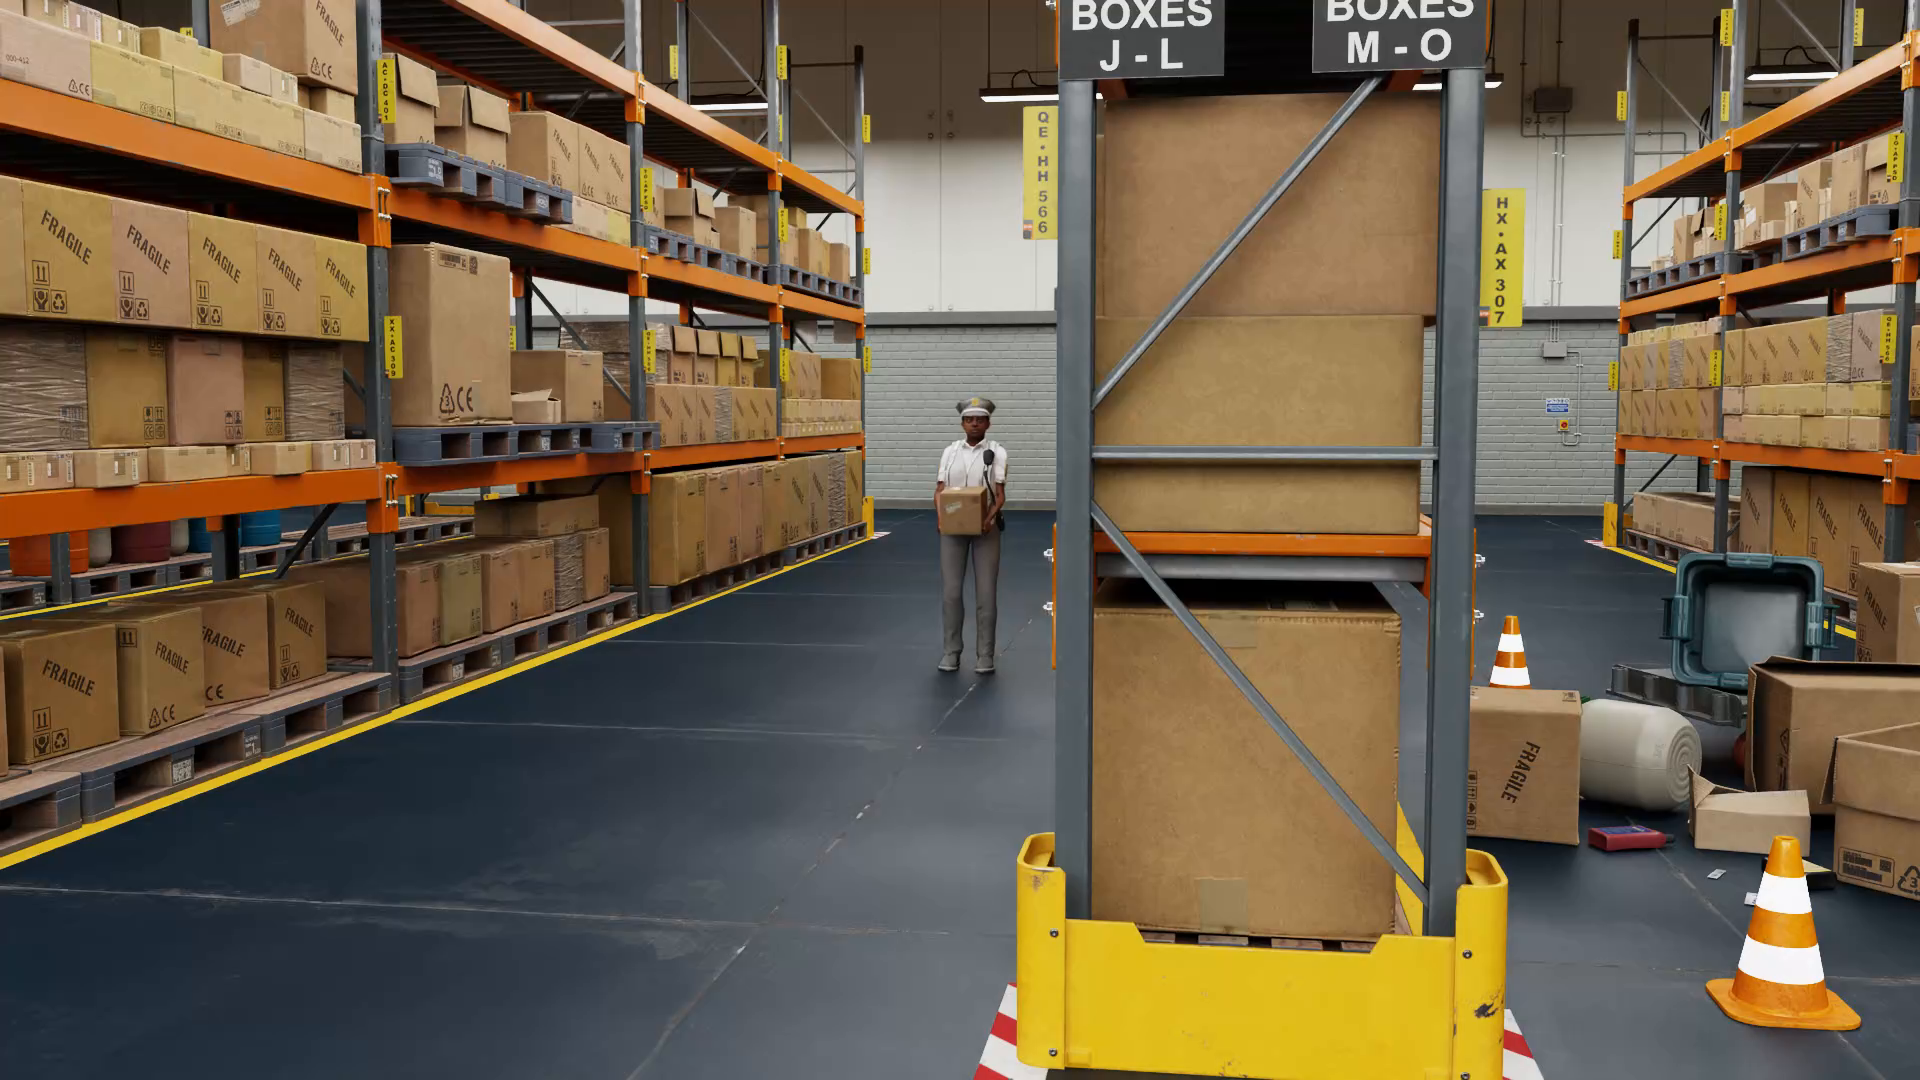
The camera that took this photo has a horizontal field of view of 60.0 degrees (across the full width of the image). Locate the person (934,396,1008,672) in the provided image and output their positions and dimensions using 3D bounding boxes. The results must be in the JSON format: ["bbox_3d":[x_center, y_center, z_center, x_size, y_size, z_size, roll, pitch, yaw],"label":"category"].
[{"bbox_3d":[0.056,-0.038,10.225,0.451,1.687,0.531,1,5,10],"label":"person"}]
